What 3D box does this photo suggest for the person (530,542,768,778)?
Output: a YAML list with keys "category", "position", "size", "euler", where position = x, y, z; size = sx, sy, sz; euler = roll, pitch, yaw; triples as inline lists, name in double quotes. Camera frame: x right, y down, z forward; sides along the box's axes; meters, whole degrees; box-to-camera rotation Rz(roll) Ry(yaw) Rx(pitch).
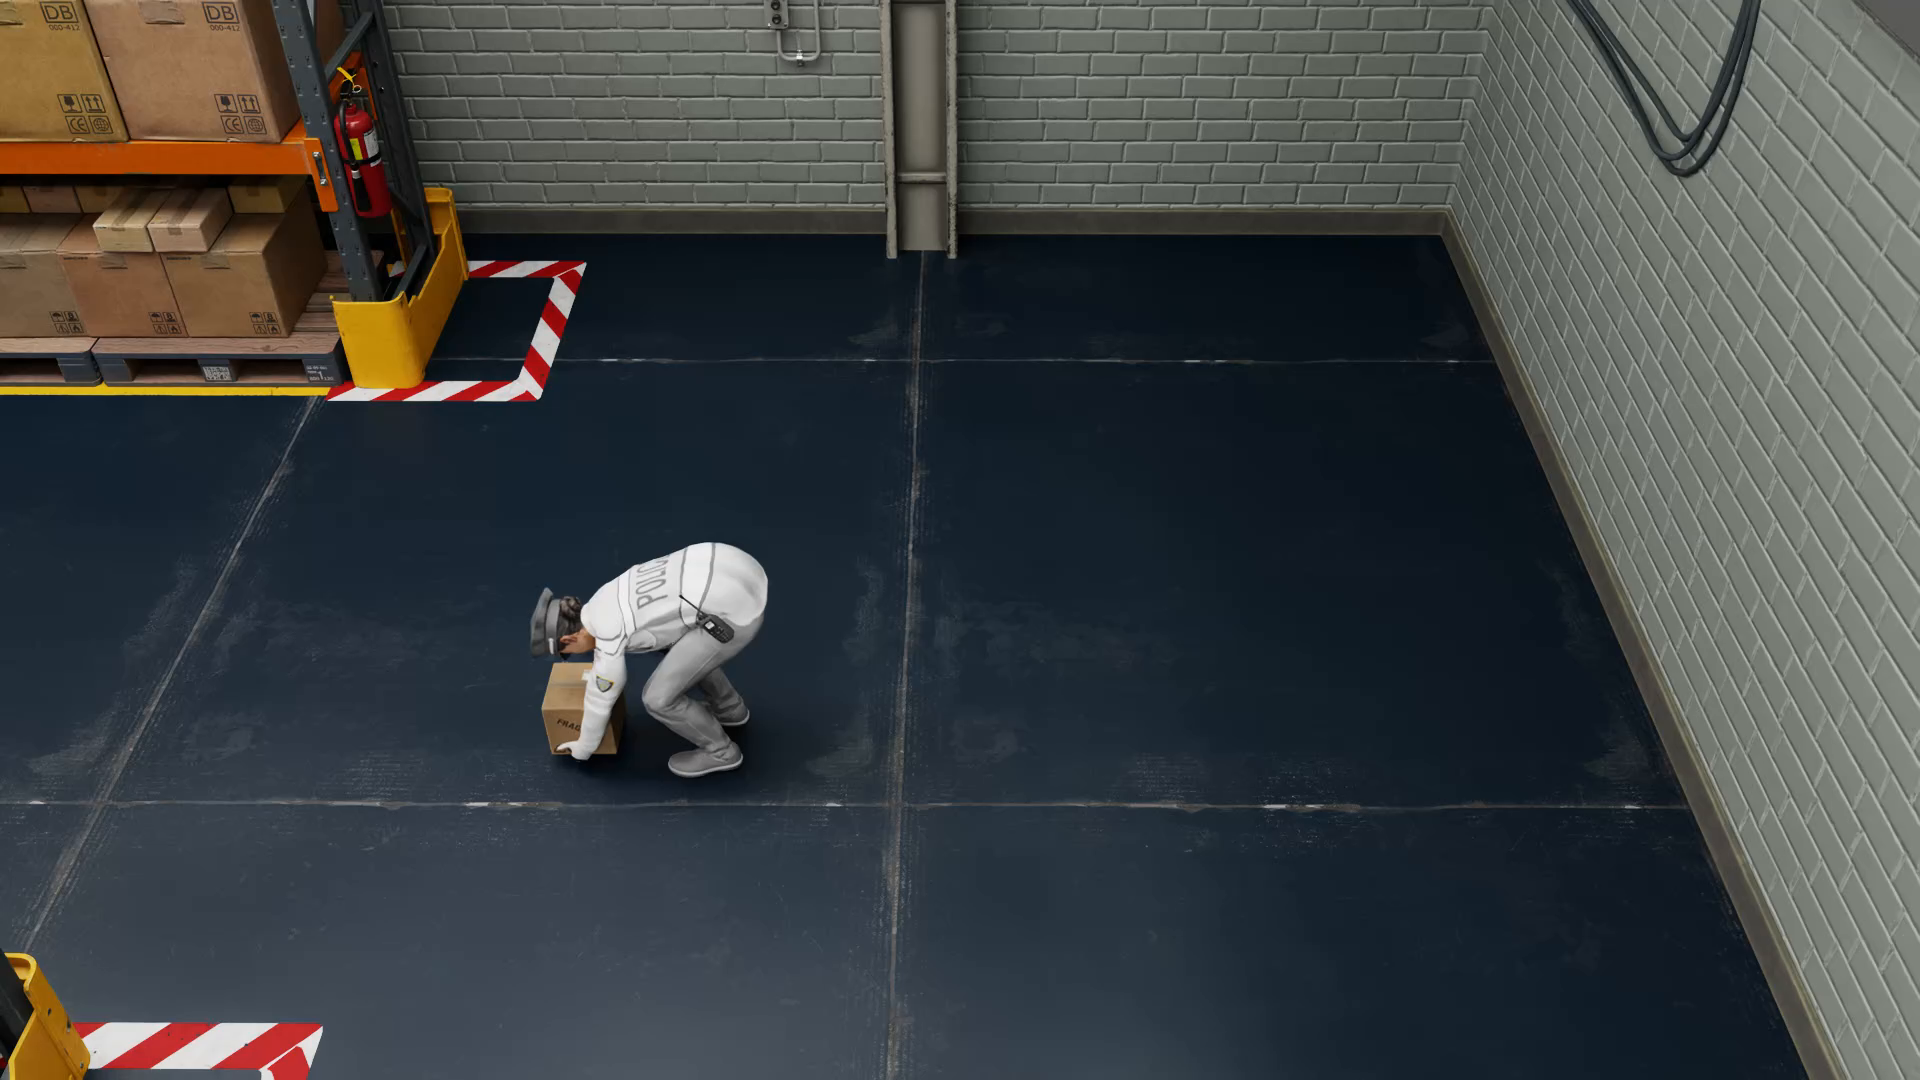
- category: "person"
  position: [-1.136, 0.446, 6.203]
  size: [0.882, 0.919, 0.457]
  euler: [-2, 40, -2]
